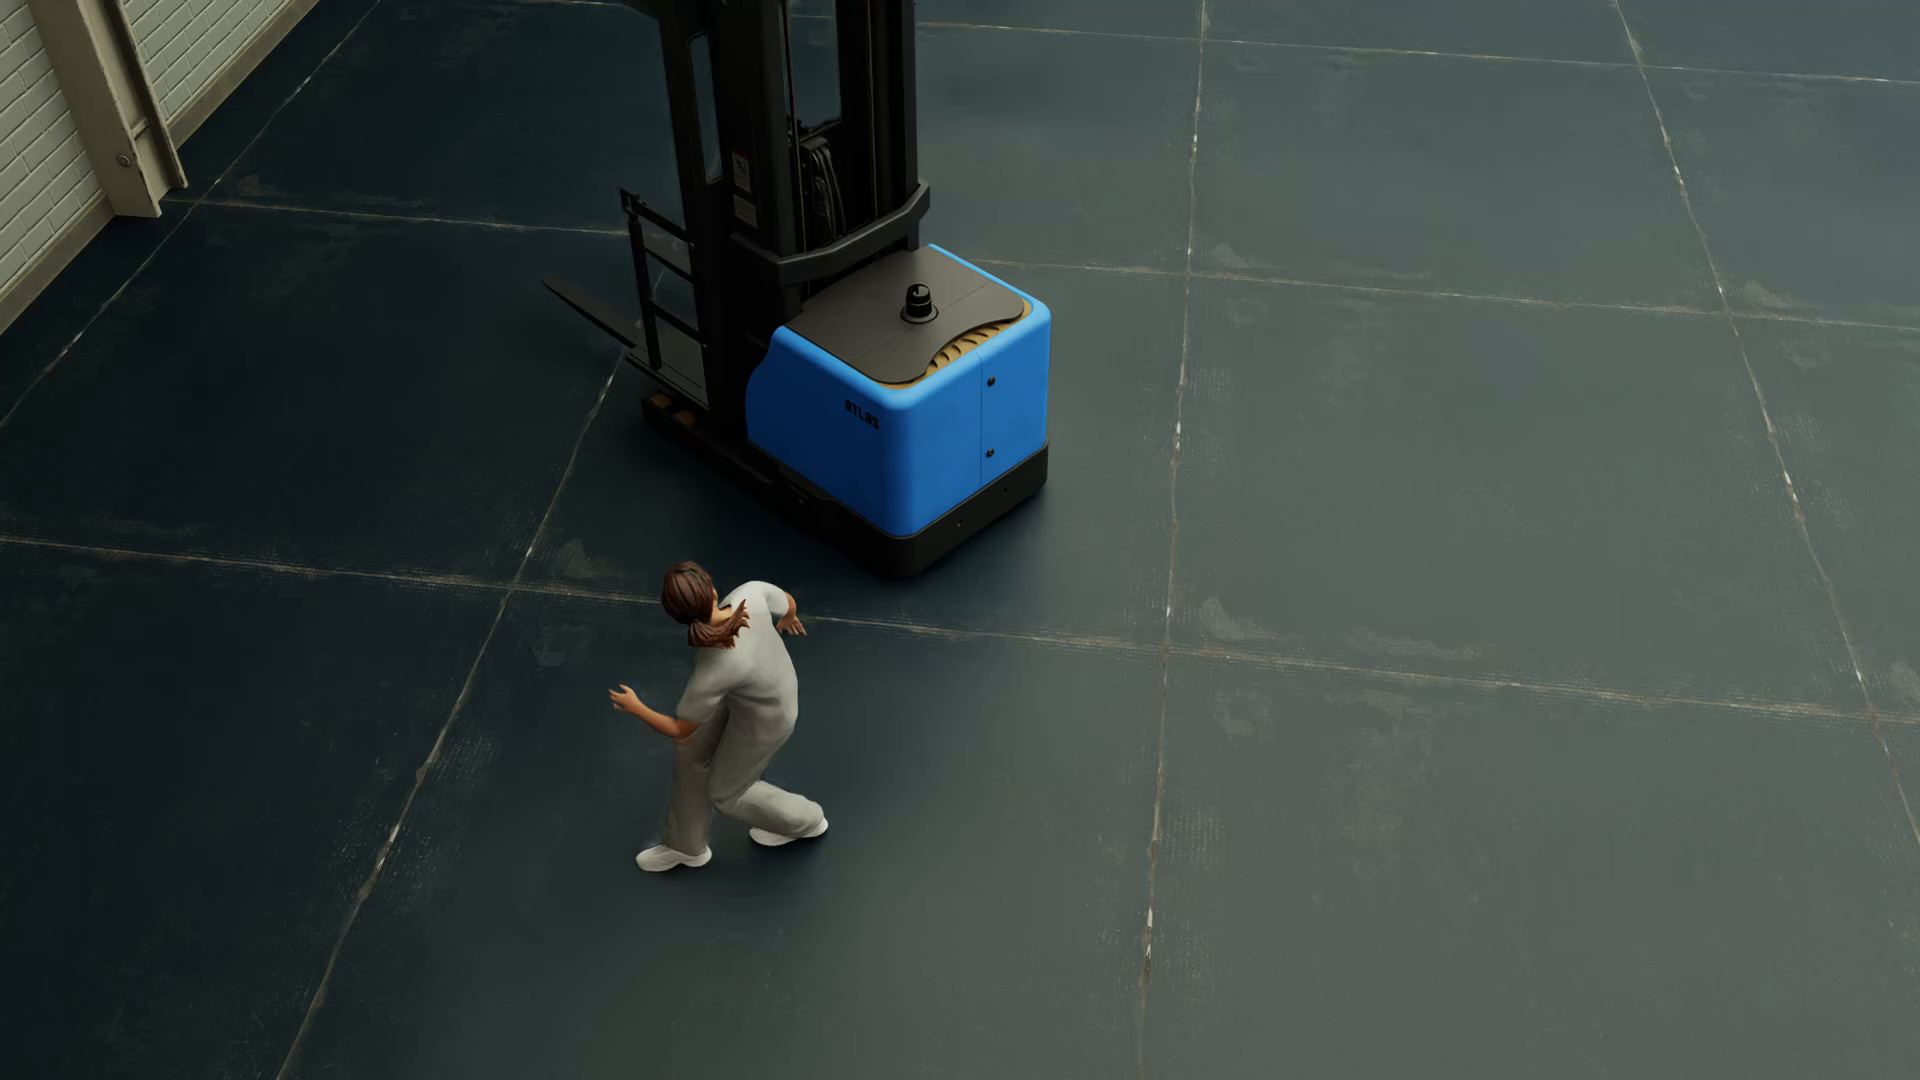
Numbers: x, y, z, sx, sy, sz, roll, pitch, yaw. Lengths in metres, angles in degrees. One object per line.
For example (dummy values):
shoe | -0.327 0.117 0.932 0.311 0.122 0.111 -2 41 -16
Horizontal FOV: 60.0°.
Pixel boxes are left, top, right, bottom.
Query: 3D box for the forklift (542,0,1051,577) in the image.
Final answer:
forklift | -0.981 -1.795 7.678 3.031 2.935 1.130 33 52 31

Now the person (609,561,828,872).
person | -0.902 0.573 6.149 0.750 1.519 0.676 -1 43 -2
